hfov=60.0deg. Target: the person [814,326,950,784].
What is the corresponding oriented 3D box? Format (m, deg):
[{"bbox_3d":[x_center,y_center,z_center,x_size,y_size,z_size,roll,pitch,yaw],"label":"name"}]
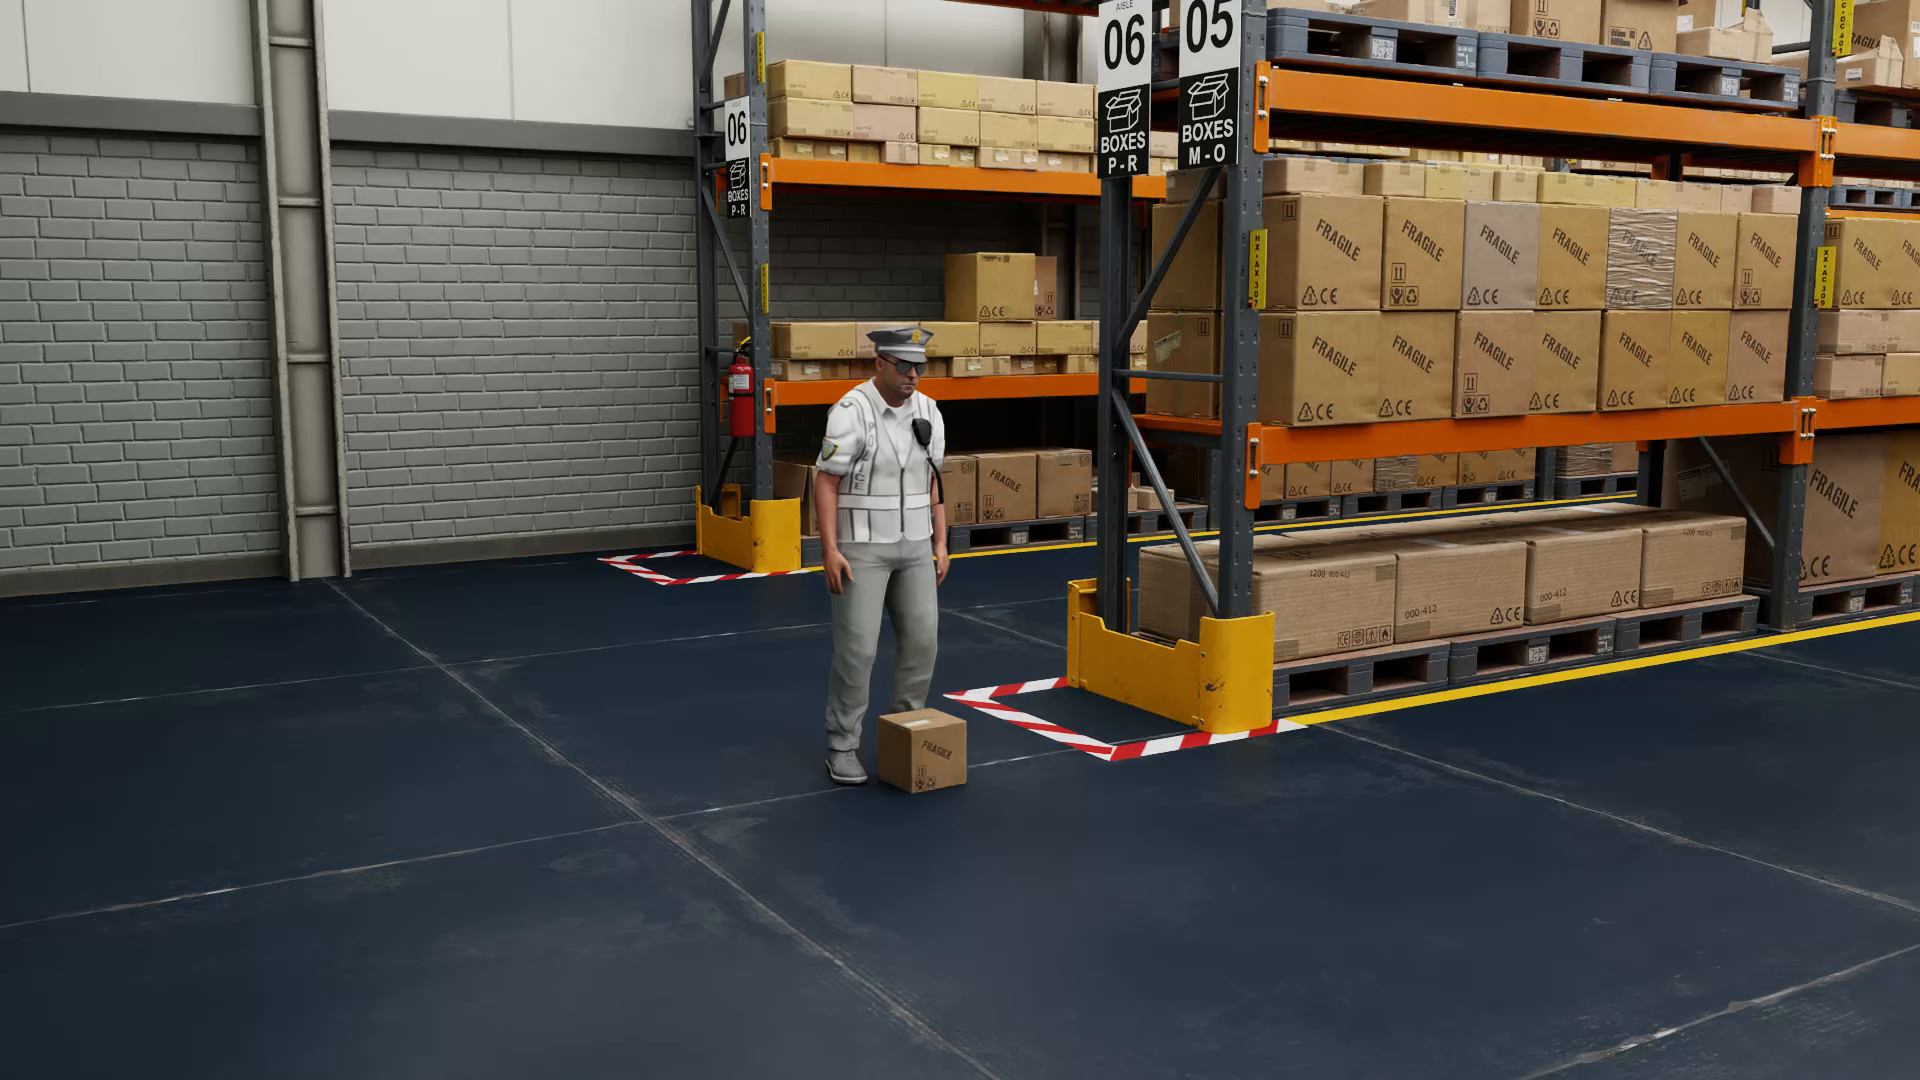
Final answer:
[{"bbox_3d":[-0.302,0.037,6.542,0.590,1.746,0.442,-5,10,-33],"label":"person"}]
